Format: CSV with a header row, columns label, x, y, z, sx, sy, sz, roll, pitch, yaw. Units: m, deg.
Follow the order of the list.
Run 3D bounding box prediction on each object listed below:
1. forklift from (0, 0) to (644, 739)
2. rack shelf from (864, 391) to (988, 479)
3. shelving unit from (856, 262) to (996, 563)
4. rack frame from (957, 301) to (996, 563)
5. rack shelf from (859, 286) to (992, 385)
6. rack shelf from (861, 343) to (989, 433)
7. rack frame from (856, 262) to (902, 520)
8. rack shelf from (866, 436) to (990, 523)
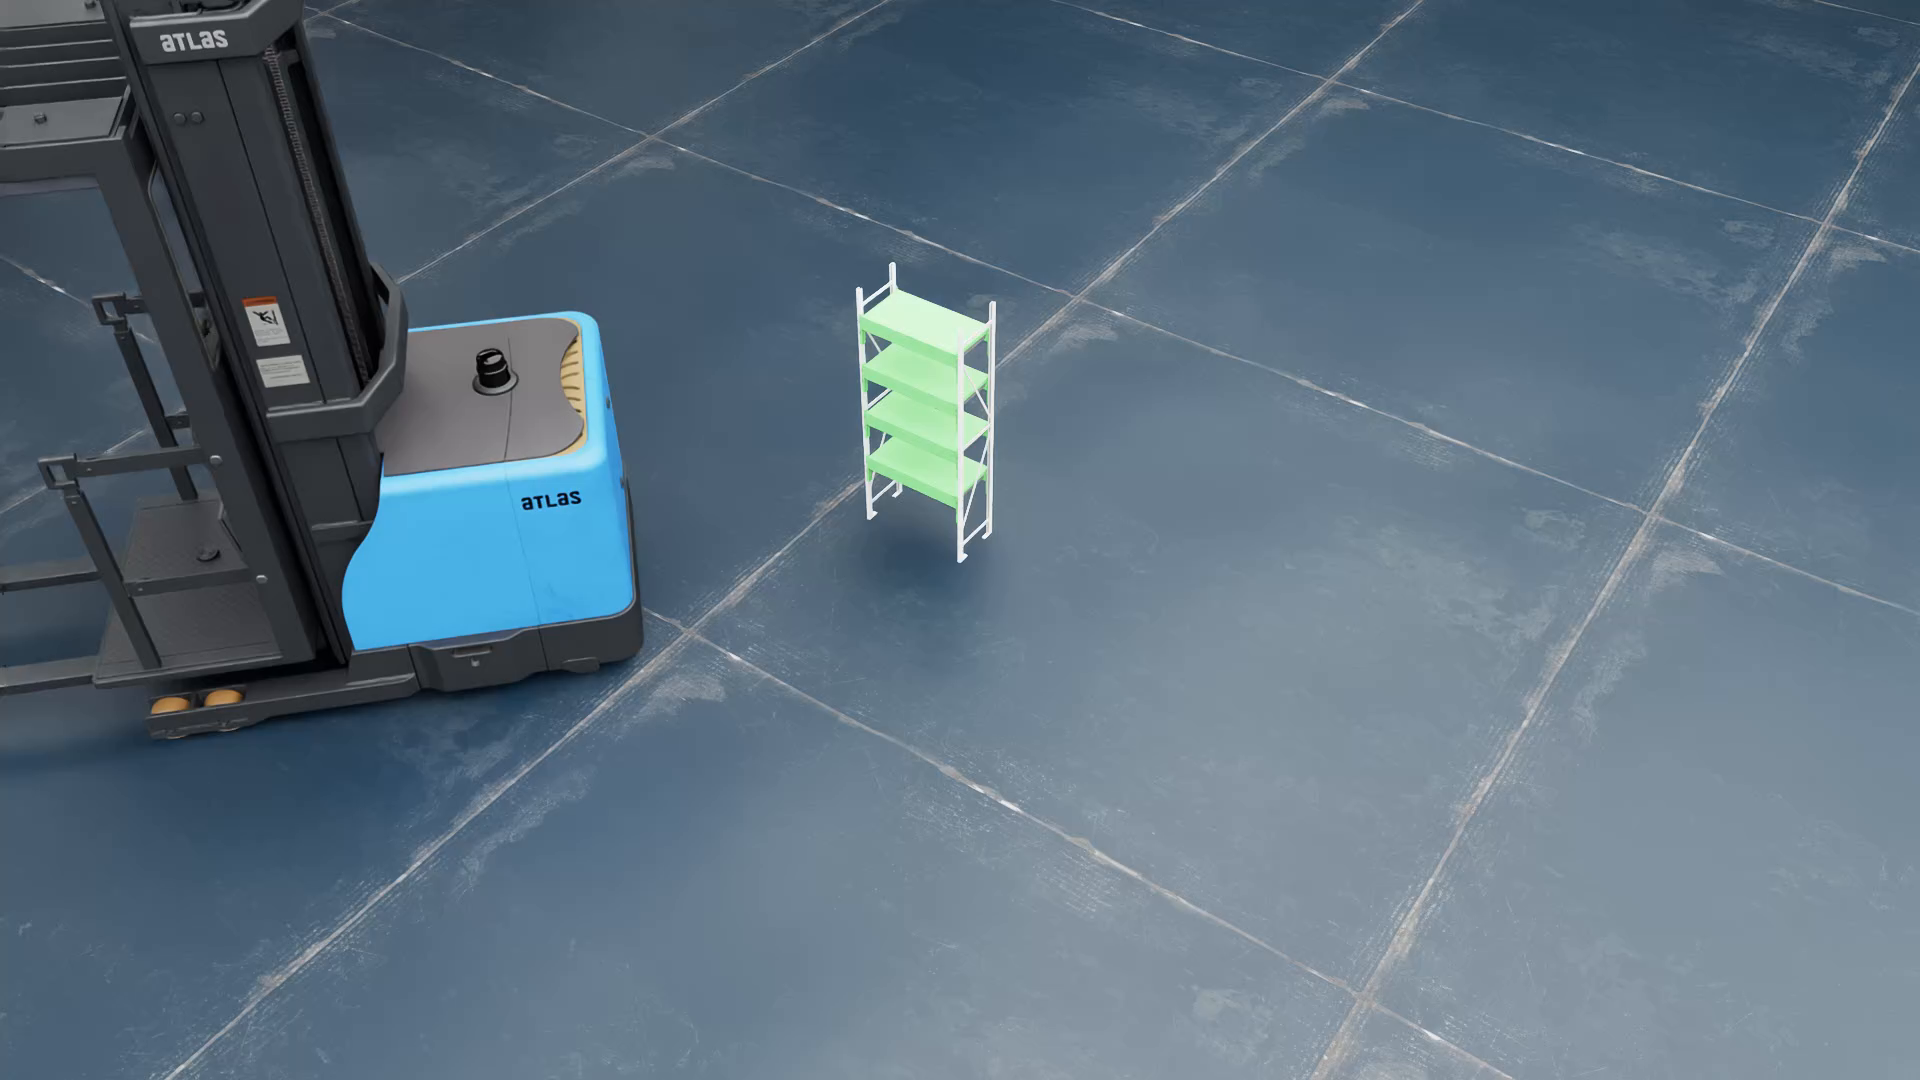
label,x,y,z,sx,sy,sz,roll,pitch,yaw
forklift,-2.841,-0.714,5.850,3.031,2.935,1.130,-8,42,-9
rack shelf,-0.136,-0.463,6.963,0.480,0.148,0.258,25,48,25
shelving unit,-0.136,-0.511,6.921,0.503,1.200,0.258,25,48,25
rack frame,0.064,-0.417,6.816,0.015,1.200,0.240,25,48,25
rack shelf,-0.136,-0.821,6.643,0.480,0.148,0.258,25,48,25
rack shelf,-0.136,-0.642,6.803,0.480,0.148,0.258,25,48,25
rack frame,-0.335,-0.604,7.025,0.015,1.200,0.240,25,48,25
rack shelf,-0.136,-0.284,7.123,0.480,0.148,0.258,25,48,25
